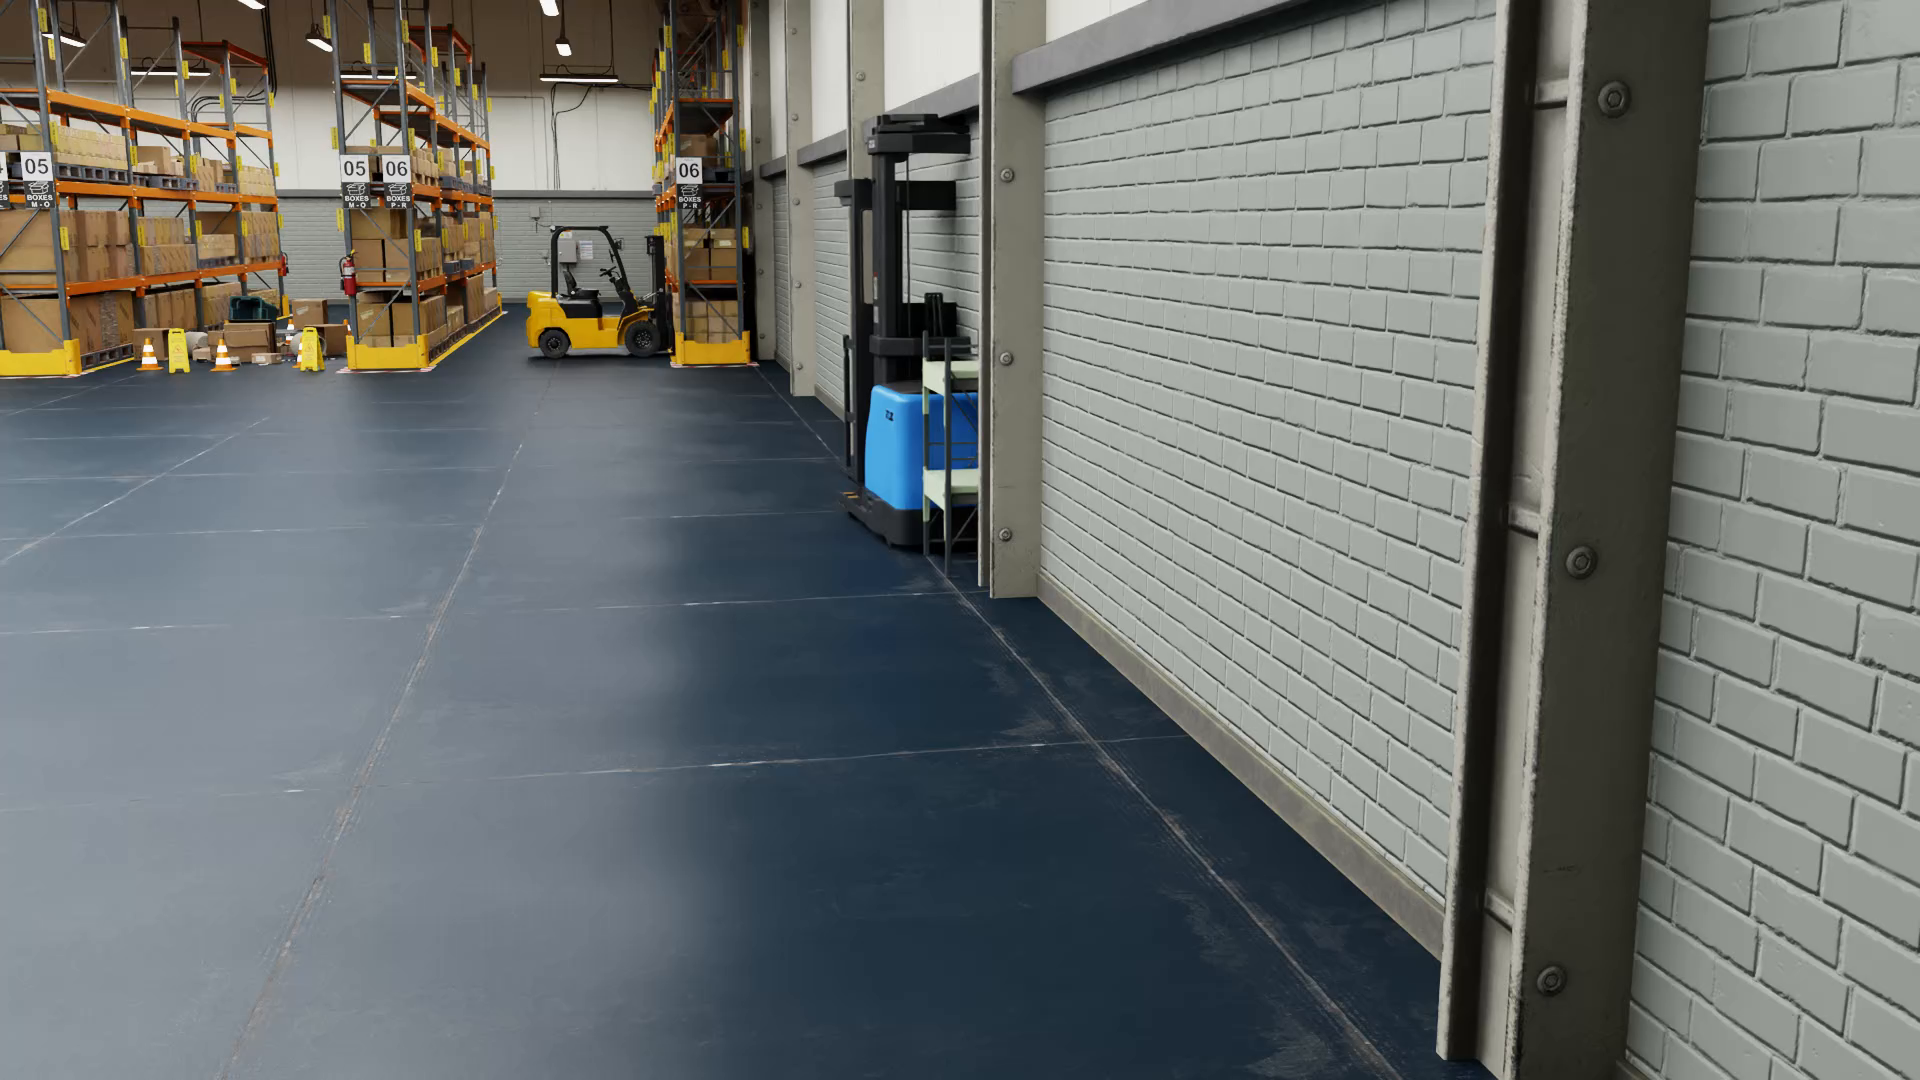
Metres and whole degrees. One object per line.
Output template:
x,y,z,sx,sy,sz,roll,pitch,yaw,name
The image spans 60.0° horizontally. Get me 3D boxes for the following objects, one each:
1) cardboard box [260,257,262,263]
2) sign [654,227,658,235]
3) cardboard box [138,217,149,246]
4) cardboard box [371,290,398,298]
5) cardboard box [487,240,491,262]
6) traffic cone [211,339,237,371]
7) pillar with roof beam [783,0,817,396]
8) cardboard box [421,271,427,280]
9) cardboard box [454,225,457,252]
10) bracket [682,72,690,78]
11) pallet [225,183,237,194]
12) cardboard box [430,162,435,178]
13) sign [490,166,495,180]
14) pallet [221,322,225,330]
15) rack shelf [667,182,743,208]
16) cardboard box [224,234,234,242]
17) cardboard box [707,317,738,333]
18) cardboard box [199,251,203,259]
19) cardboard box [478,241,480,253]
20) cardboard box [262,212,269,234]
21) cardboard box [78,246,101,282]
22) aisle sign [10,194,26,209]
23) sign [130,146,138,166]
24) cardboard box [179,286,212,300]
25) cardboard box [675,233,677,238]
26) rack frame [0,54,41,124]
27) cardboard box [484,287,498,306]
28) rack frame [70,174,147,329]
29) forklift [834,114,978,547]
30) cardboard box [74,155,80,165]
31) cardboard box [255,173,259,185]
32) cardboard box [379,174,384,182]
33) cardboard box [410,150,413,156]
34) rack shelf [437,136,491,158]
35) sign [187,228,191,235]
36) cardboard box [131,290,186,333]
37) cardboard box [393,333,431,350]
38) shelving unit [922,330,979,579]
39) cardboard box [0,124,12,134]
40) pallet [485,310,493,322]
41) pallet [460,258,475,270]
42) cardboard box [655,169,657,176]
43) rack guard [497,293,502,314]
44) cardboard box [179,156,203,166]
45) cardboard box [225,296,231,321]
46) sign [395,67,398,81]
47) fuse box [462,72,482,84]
-16.192,-6.404,37.993,0.380,0.149,0.250,-2,11,-10,cardboard box
-7.592,-7.650,41.551,0.100,0.325,0.005,-2,11,-11,sign
-14.634,-5.389,29.047,0.700,0.500,0.500,-2,11,-12,cardboard box
-9.622,-4.118,27.802,0.380,0.149,0.250,-1,11,-8,cardboard box
-11.269,-6.753,38.885,0.500,0.500,0.500,-2,11,-9,cardboard box
-11.188,-2.812,25.231,0.336,0.463,0.334,-2,11,-11,traffic cone
-6.255,-6.160,19.996,9.100,9.000,0.400,-2,11,-11,pillar with roof beam
-8.719,-4.221,26.521,0.380,0.149,0.250,-2,11,-10,cardboard box
-9.695,-5.637,31.105,0.500,0.500,0.500,-3,11,-13,cardboard box
-7.590,-12.985,46.224,0.235,0.232,0.430,-2,11,-11,bracket
-15.970,-7.395,35.008,1.213,0.211,1.003,-2,11,-11,pallet
-9.145,-6.245,28.066,0.500,0.250,0.500,-2,11,-12,cardboard box
-11.393,-8.950,40.518,0.100,0.325,0.005,-2,11,-11,sign
-15.592,-4.394,34.219,1.003,0.211,1.213,-2,11,-11,pallet
-4.337,-5.797,28.032,1.077,0.370,4.000,-2,11,-11,rack shelf
-15.716,-6.440,35.465,0.380,0.149,0.250,-2,11,-8,cardboard box
-3.836,-3.505,26.982,0.500,0.250,0.500,-2,11,-10,cardboard box
-15.149,-5.619,32.744,0.380,0.149,0.250,-2,11,-8,cardboard box
-10.826,-6.429,36.518,0.500,0.250,0.500,-2,11,-11,cardboard box
-16.222,-7.288,38.229,0.500,0.500,0.500,-2,11,-8,cardboard box
-13.883,-4.278,25.747,0.875,0.550,0.550,-2,11,-11,cardboard box
-21.957,-7.982,38.659,0.394,0.787,0.004,-2,11,-11,aisle sign
-13.886,-6.451,27.949,0.100,0.325,0.005,-2,11,-11,sign
-15.105,-4.879,32.867,0.500,0.250,0.500,-3,11,-14,cardboard box
-4.515,-5.065,27.488,0.380,0.149,0.250,-2,11,-10,cardboard box
-21.649,-9.650,38.329,1.000,3.000,0.127,-2,11,-11,rack frame
-11.702,-5.893,40.367,0.875,0.438,0.875,-3,11,-13,cardboard box
-14.430,-4.664,28.177,1.000,3.000,0.127,-2,11,-11,rack frame
-0.311,-1.627,12.406,1.130,2.935,3.031,-3,11,-15,forklift
-13.553,-5.749,25.140,0.380,0.149,0.250,-2,11,-11,cardboard box
-16.140,-8.154,37.557,0.500,0.250,0.500,-3,11,-13,cardboard box
-9.243,-5.677,26.152,0.380,0.149,0.250,-2,11,-11,cardboard box
-8.738,-6.037,25.908,0.380,0.149,0.250,-2,11,-11,cardboard box
-11.539,-9.094,38.400,1.077,0.370,4.000,-2,11,-11,rack shelf
-16.517,-6.535,35.694,0.100,0.325,0.005,-2,11,-11,sign
-15.005,-4.223,30.757,1.050,0.750,0.750,-2,11,-10,cardboard box
-8.702,-3.142,26.414,0.500,0.250,0.500,-2,11,-11,cardboard box
0.032,-0.569,10.673,0.431,1.500,0.755,-2,11,-12,shelving unit
-14.050,-5.977,24.203,0.380,0.149,0.250,-2,11,-10,cardboard box
-11.221,-5.102,37.938,1.003,0.211,1.213,-2,11,-11,pallet
-10.129,-5.375,32.427,1.213,0.211,1.003,-2,11,-11,pallet
-6.525,-8.097,36.680,0.380,0.149,0.250,-2,11,-12,cardboard box
-11.933,-5.840,41.041,1.175,0.500,0.348,-2,11,-11,rack guard
-15.205,-7.520,32.848,0.396,0.266,0.258,-2,11,-11,cardboard box
-15.400,-4.794,34.426,0.500,0.500,0.500,-2,11,-12,cardboard box
-10.916,-9.059,32.302,0.100,0.325,0.005,-2,11,-11,sign
-13.291,-12.601,45.278,0.513,0.334,0.176,-2,11,-11,fuse box
